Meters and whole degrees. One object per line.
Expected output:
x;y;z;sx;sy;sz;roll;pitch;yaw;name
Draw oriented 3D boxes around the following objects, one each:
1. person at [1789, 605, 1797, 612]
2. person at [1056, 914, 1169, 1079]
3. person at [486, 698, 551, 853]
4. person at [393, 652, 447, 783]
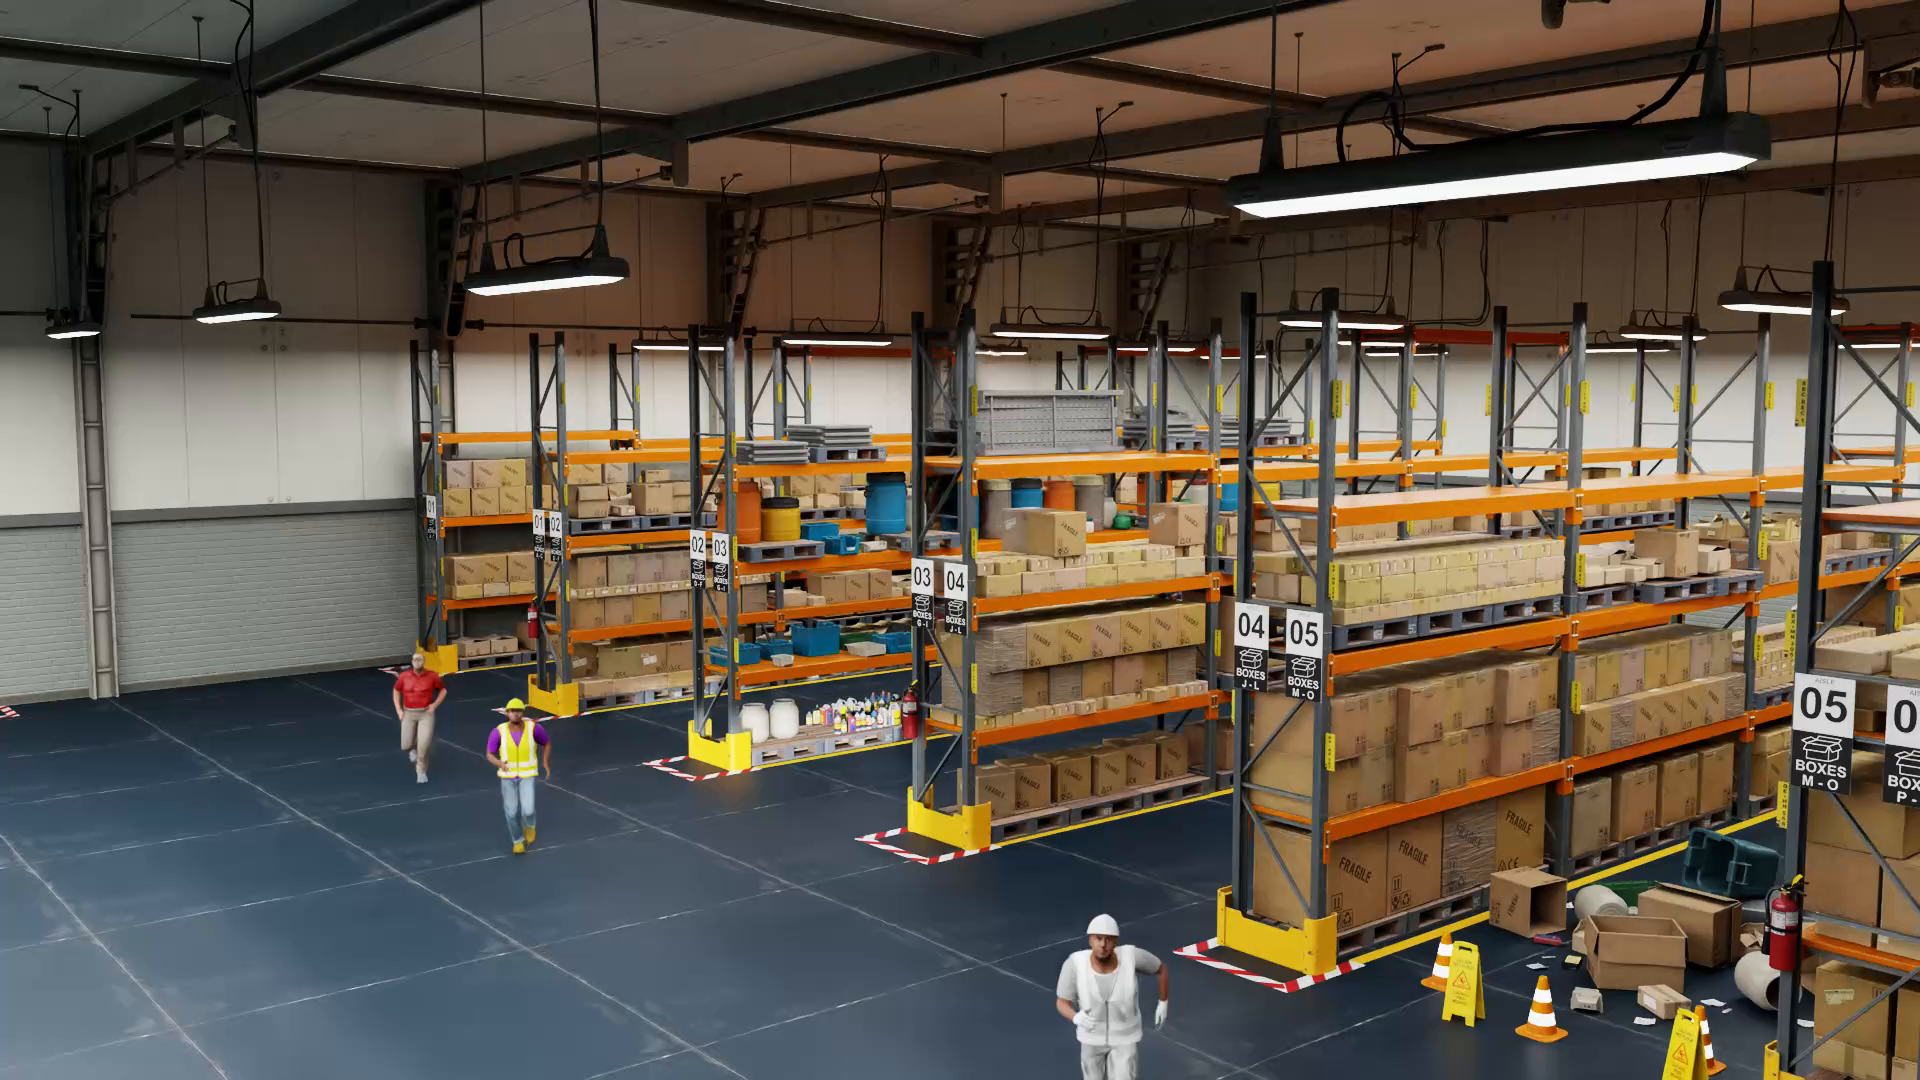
13.128;1.880;26.163;0.669;1.740;0.812;5;7;44;person
0.988;3.284;10.866;0.726;1.720;0.728;1;5;9;person
-4.863;2.607;18.328;0.692;1.724;0.582;-1;5;-13;person
-7.119;2.316;21.910;0.683;1.686;0.598;-1;5;-8;person
